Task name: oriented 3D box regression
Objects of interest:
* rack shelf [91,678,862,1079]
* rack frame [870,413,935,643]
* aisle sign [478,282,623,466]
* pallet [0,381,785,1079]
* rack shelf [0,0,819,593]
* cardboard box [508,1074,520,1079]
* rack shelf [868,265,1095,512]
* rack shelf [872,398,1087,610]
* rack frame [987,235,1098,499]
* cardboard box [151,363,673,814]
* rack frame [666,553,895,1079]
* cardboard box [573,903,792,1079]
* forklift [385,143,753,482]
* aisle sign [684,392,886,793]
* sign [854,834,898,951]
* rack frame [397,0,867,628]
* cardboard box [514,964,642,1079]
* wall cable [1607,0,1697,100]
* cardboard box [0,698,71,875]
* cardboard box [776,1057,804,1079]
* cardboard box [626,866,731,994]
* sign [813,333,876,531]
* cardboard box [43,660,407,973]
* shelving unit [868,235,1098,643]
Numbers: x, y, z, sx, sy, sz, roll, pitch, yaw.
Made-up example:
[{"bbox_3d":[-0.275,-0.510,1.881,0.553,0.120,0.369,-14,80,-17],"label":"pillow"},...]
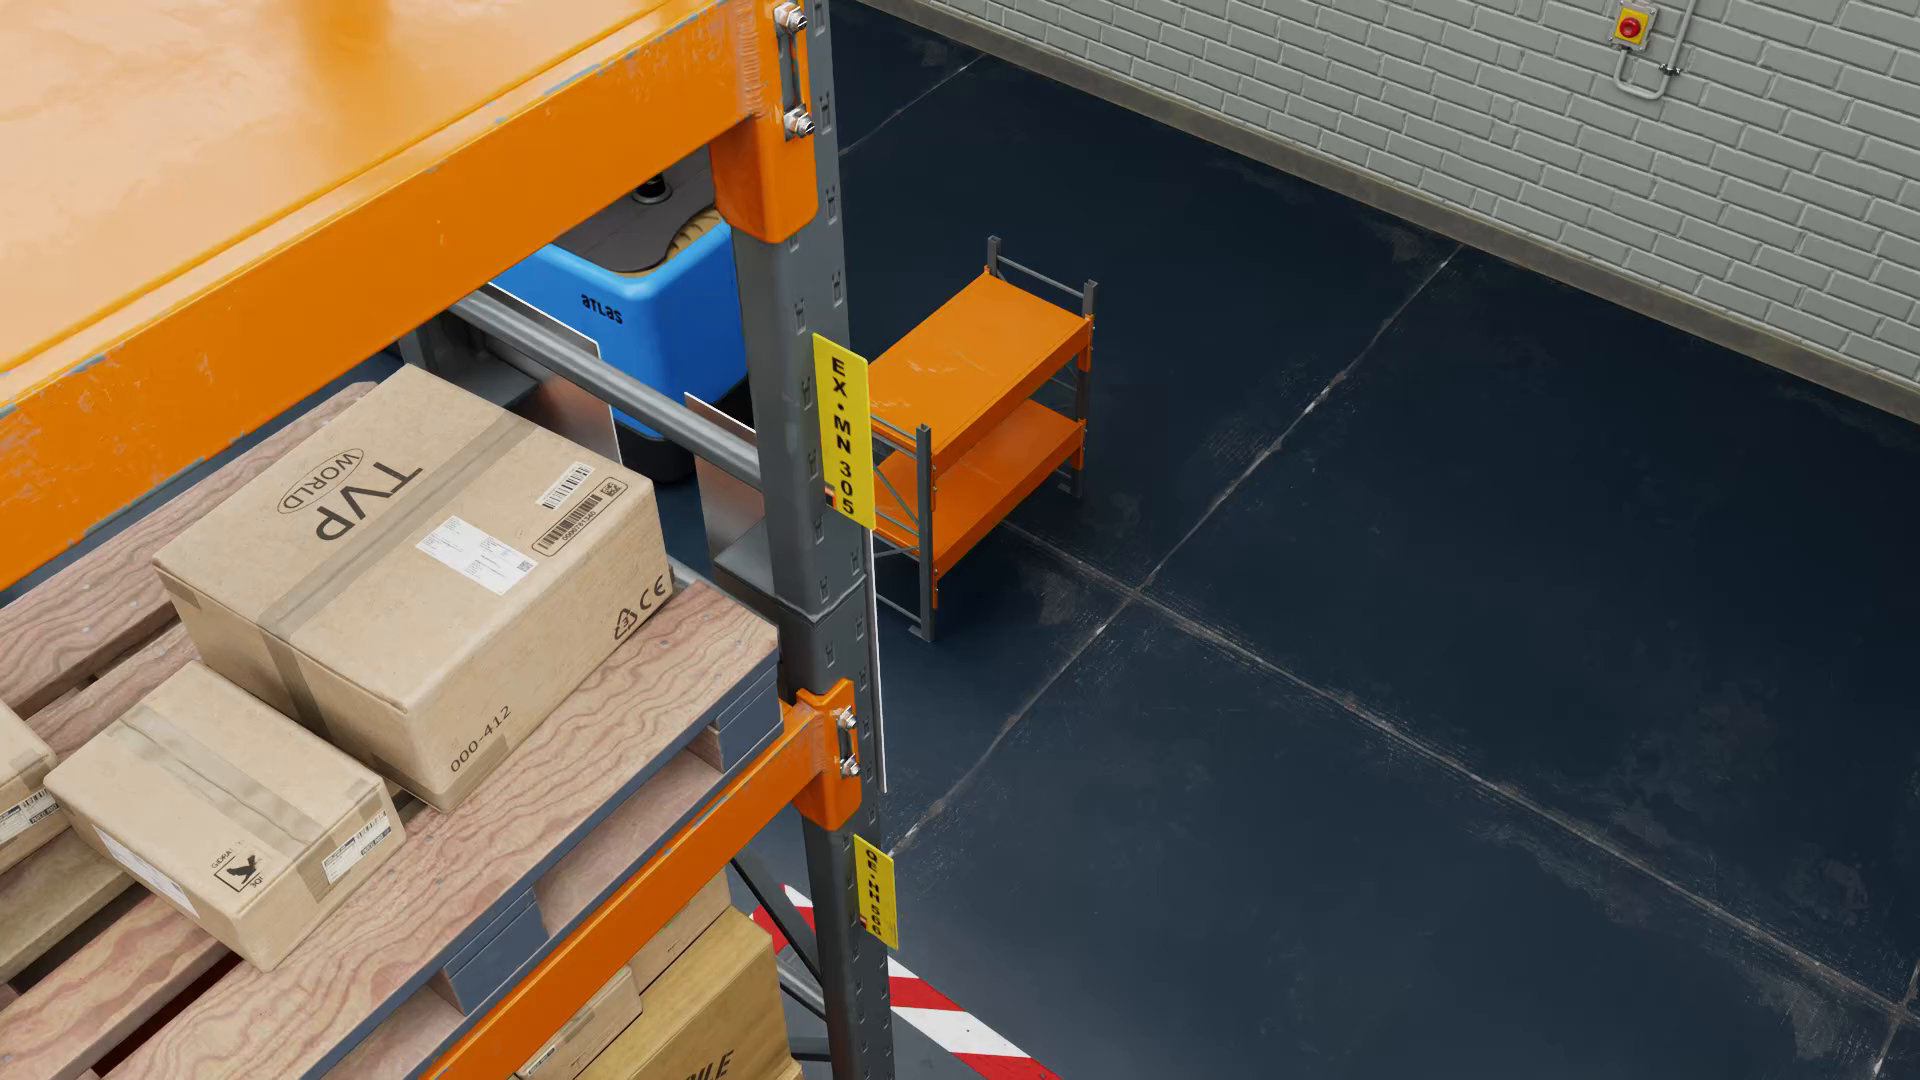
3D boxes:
[{"bbox_3d":[-1.808,1.276,2.045,1.077,0.370,4.000,29,53,25],"label":"rack shelf"},{"bbox_3d":[-0.307,-0.102,6.234,0.500,1.125,0.032,29,53,25],"label":"rack frame"},{"bbox_3d":[-0.771,-0.149,3.184,0.394,0.787,0.004,29,53,25],"label":"aisle sign"},{"bbox_3d":[-1.030,0.342,2.500,1.003,0.211,1.213,29,53,25],"label":"pallet"},{"bbox_3d":[-1.808,0.378,1.105,1.077,0.370,4.000,29,53,25],"label":"rack shelf"},{"bbox_3d":[-0.873,0.950,2.724,0.380,0.149,0.250,29,53,25],"label":"cardboard box"},{"bbox_3d":[0.004,-0.595,6.300,0.538,0.278,1.000,29,53,25],"label":"rack shelf"},{"bbox_3d":[0.004,-0.224,6.688,0.538,0.278,1.000,29,53,25],"label":"rack shelf"},{"bbox_3d":[0.315,-0.683,6.790,0.500,1.125,0.032,29,53,25],"label":"rack frame"},{"bbox_3d":[-0.789,0.052,2.460,0.500,0.250,0.500,25,51,22],"label":"cardboard box"},{"bbox_3d":[-0.585,0.919,3.963,1.000,3.000,0.127,29,53,25],"label":"rack frame"},{"bbox_3d":[-0.691,0.920,3.201,0.500,0.500,0.500,31,54,26],"label":"cardboard box"},{"bbox_3d":[-2.165,-2.113,6.907,3.031,2.935,1.130,27,52,23],"label":"forklift"},{"bbox_3d":[-0.296,0.117,2.931,0.394,0.787,0.004,29,53,25],"label":"aisle sign"},{"bbox_3d":[-0.164,0.685,3.221,0.100,0.325,0.005,29,53,25],"label":"sign"},{"bbox_3d":[-0.585,-1.153,1.793,1.000,3.000,0.127,29,53,25],"label":"rack frame"},{"bbox_3d":[-0.782,0.765,2.901,0.380,0.149,0.250,30,53,26],"label":"cardboard box"},{"bbox_3d":[2.844,-2.680,6.676,0.585,1.953,0.123,29,53,25],"label":"wall cable"},{"bbox_3d":[-1.432,0.311,2.283,0.380,0.149,0.250,31,54,26],"label":"cardboard box"},{"bbox_3d":[-0.671,1.277,3.551,0.500,0.500,0.500,29,53,25],"label":"cardboard box"},{"bbox_3d":[-0.646,0.609,3.050,0.380,0.149,0.250,30,53,25],"label":"cardboard box"},{"bbox_3d":[-0.164,-0.148,2.350,0.100,0.325,0.005,29,53,25],"label":"sign"},{"bbox_3d":[-0.982,0.362,2.234,0.380,0.149,0.250,25,51,22],"label":"cardboard box"},{"bbox_3d":[0.004,-0.392,6.512,0.538,1.125,1.048,29,53,25],"label":"shelving unit"}]
